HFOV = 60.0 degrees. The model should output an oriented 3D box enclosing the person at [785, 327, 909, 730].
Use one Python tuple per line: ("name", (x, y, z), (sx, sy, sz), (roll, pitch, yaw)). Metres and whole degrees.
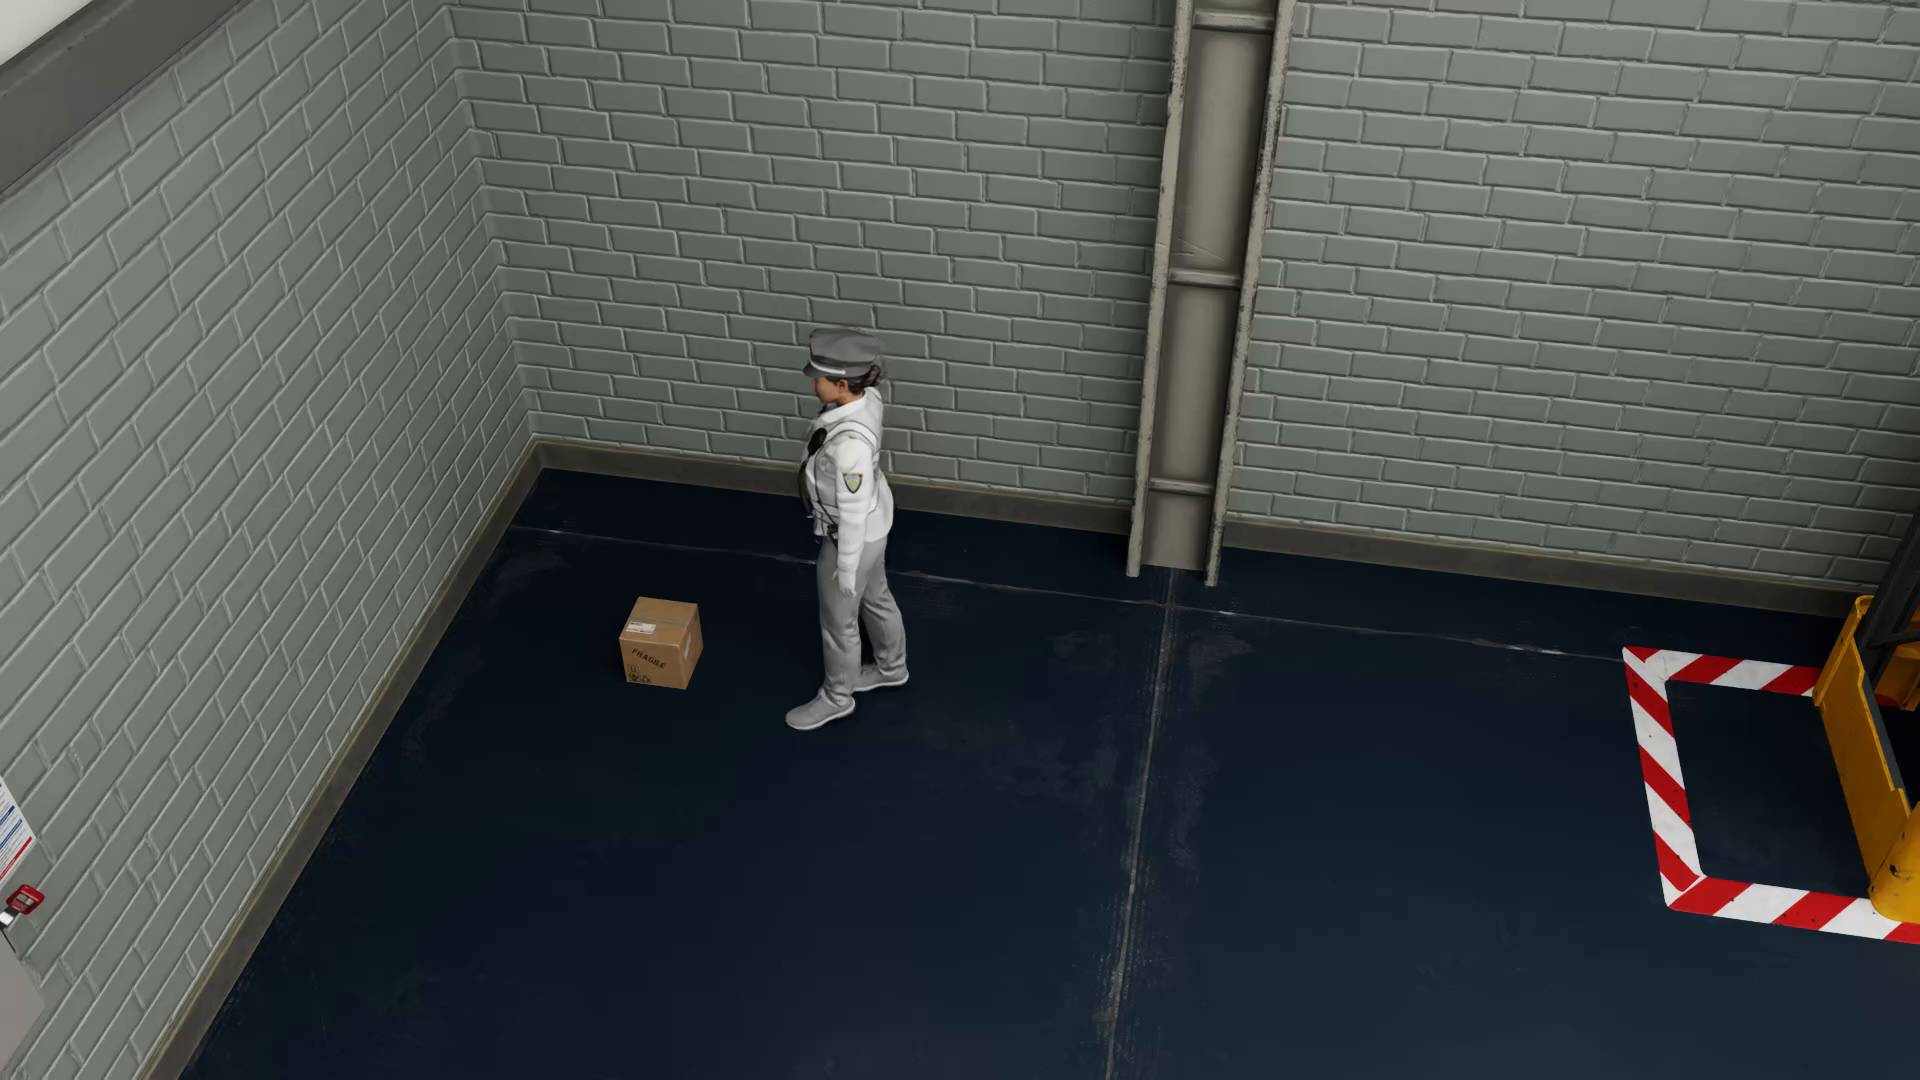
("person", (-0.448, -0.022, 6.177), (0.480, 1.697, 0.508), (1, 41, 2))
